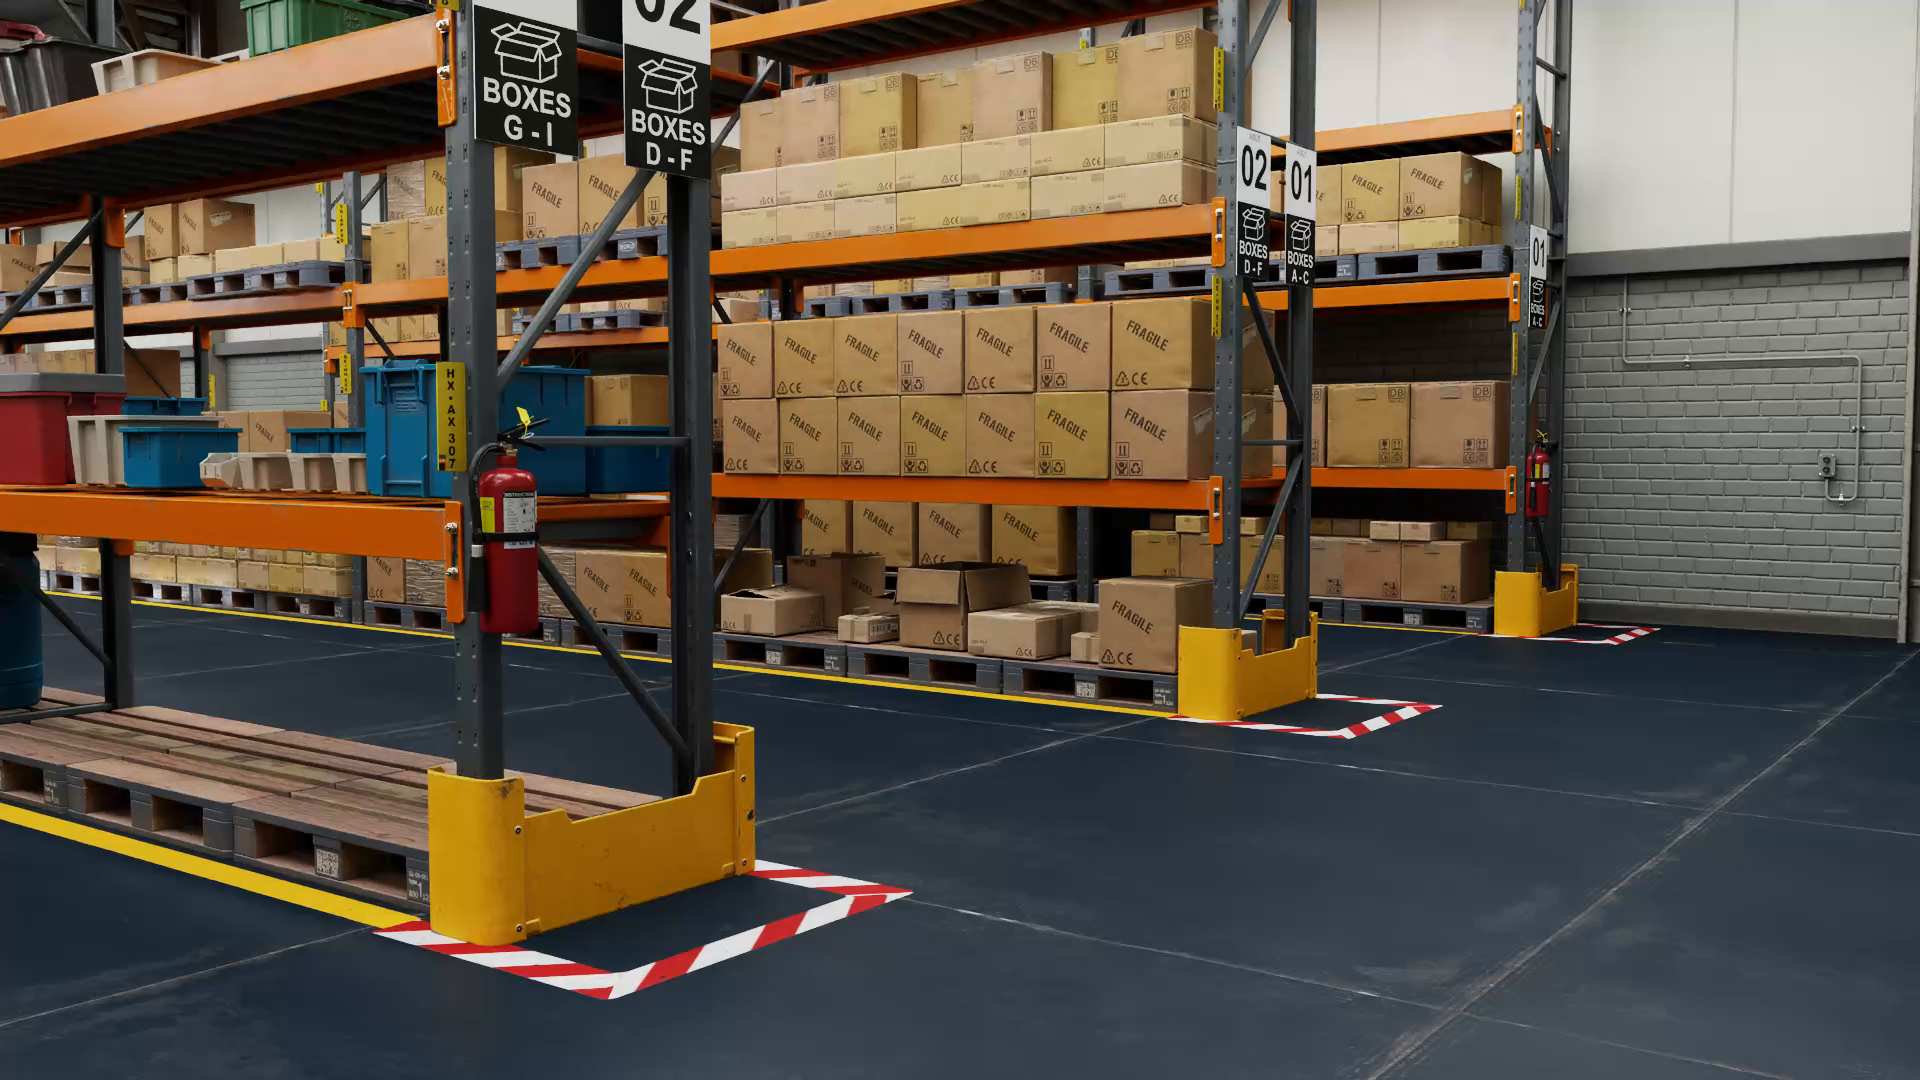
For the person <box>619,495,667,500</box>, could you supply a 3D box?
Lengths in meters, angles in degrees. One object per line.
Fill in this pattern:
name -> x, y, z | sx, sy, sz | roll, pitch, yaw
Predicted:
person -> -3.324, -0.338, 17.364 | 0.474, 1.628, 0.837 | -2, 4, -33
